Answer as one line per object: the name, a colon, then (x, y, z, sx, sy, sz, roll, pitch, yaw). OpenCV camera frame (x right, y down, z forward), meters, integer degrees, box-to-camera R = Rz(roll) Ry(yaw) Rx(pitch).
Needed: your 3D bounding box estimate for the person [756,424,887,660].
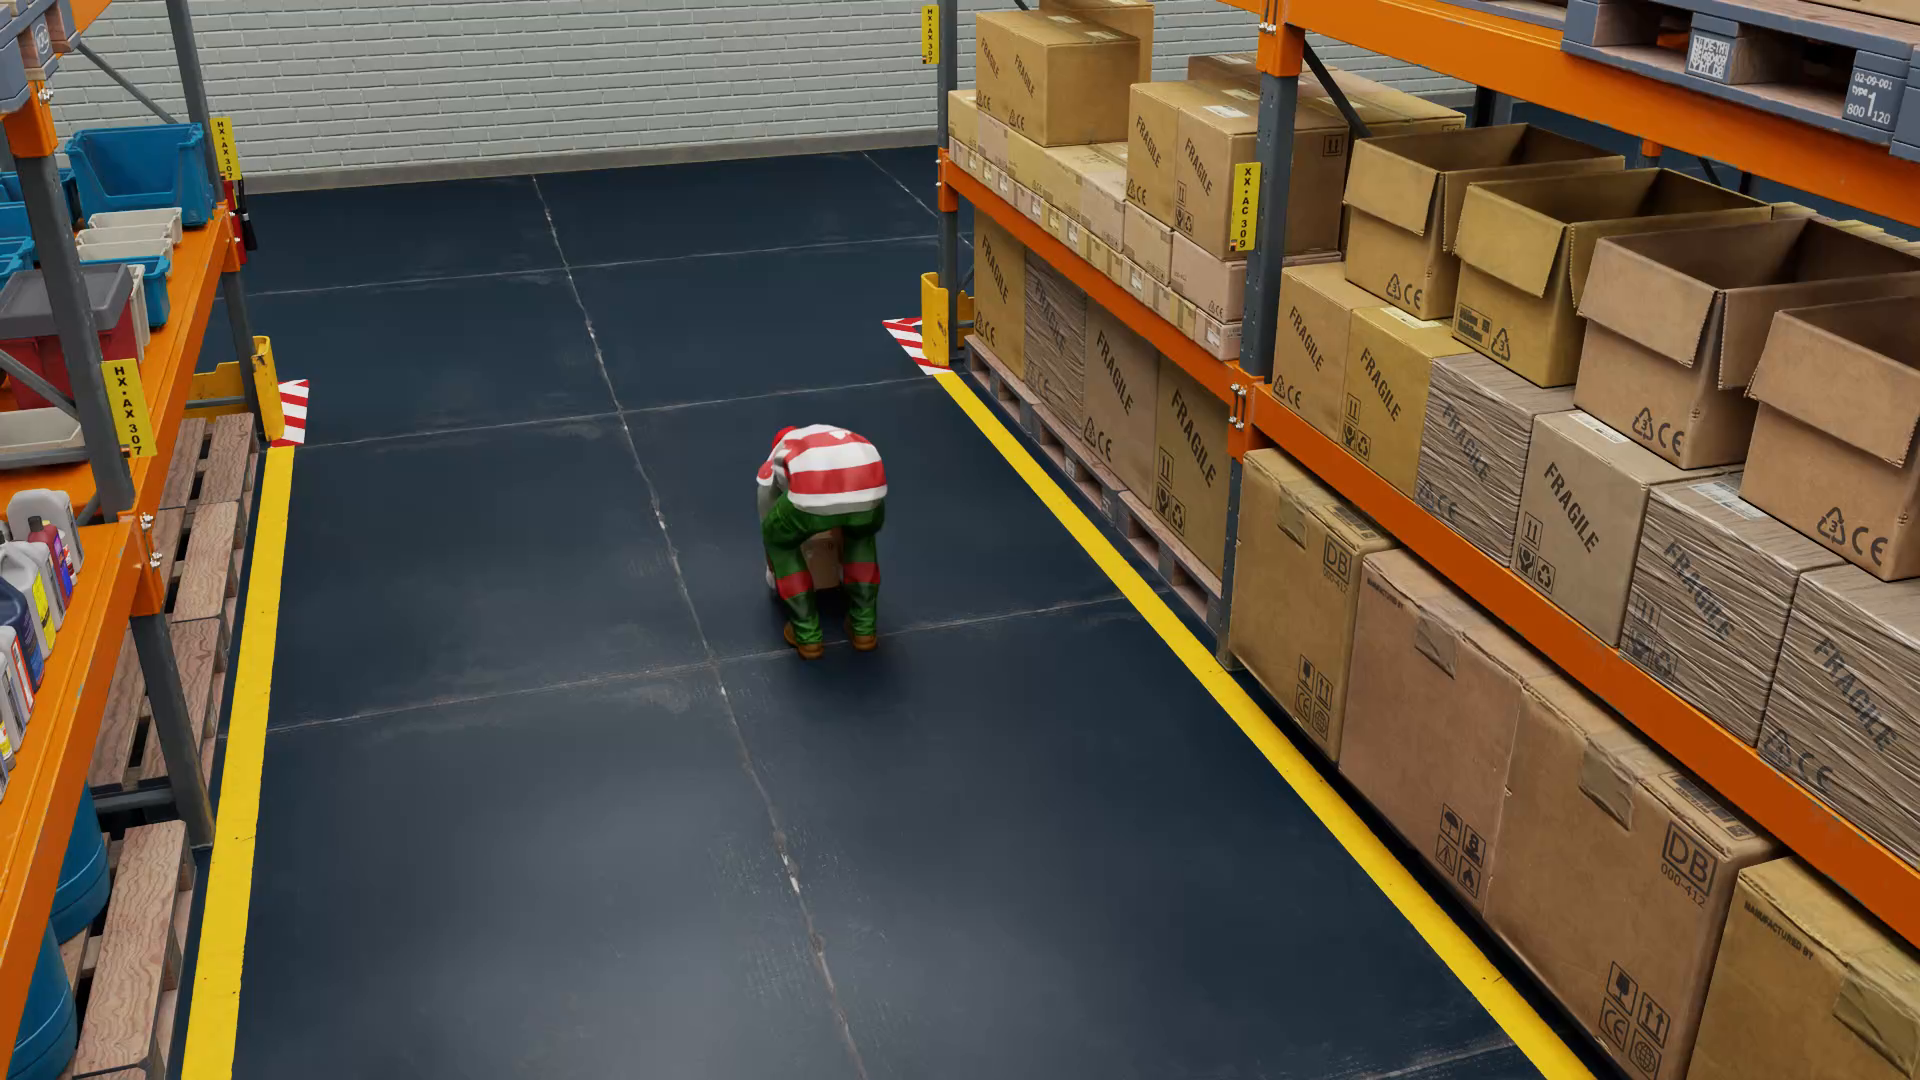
person: (-0.616, -0.077, 7.151, 0.530, 0.983, 0.948, -9, 28, -19)
